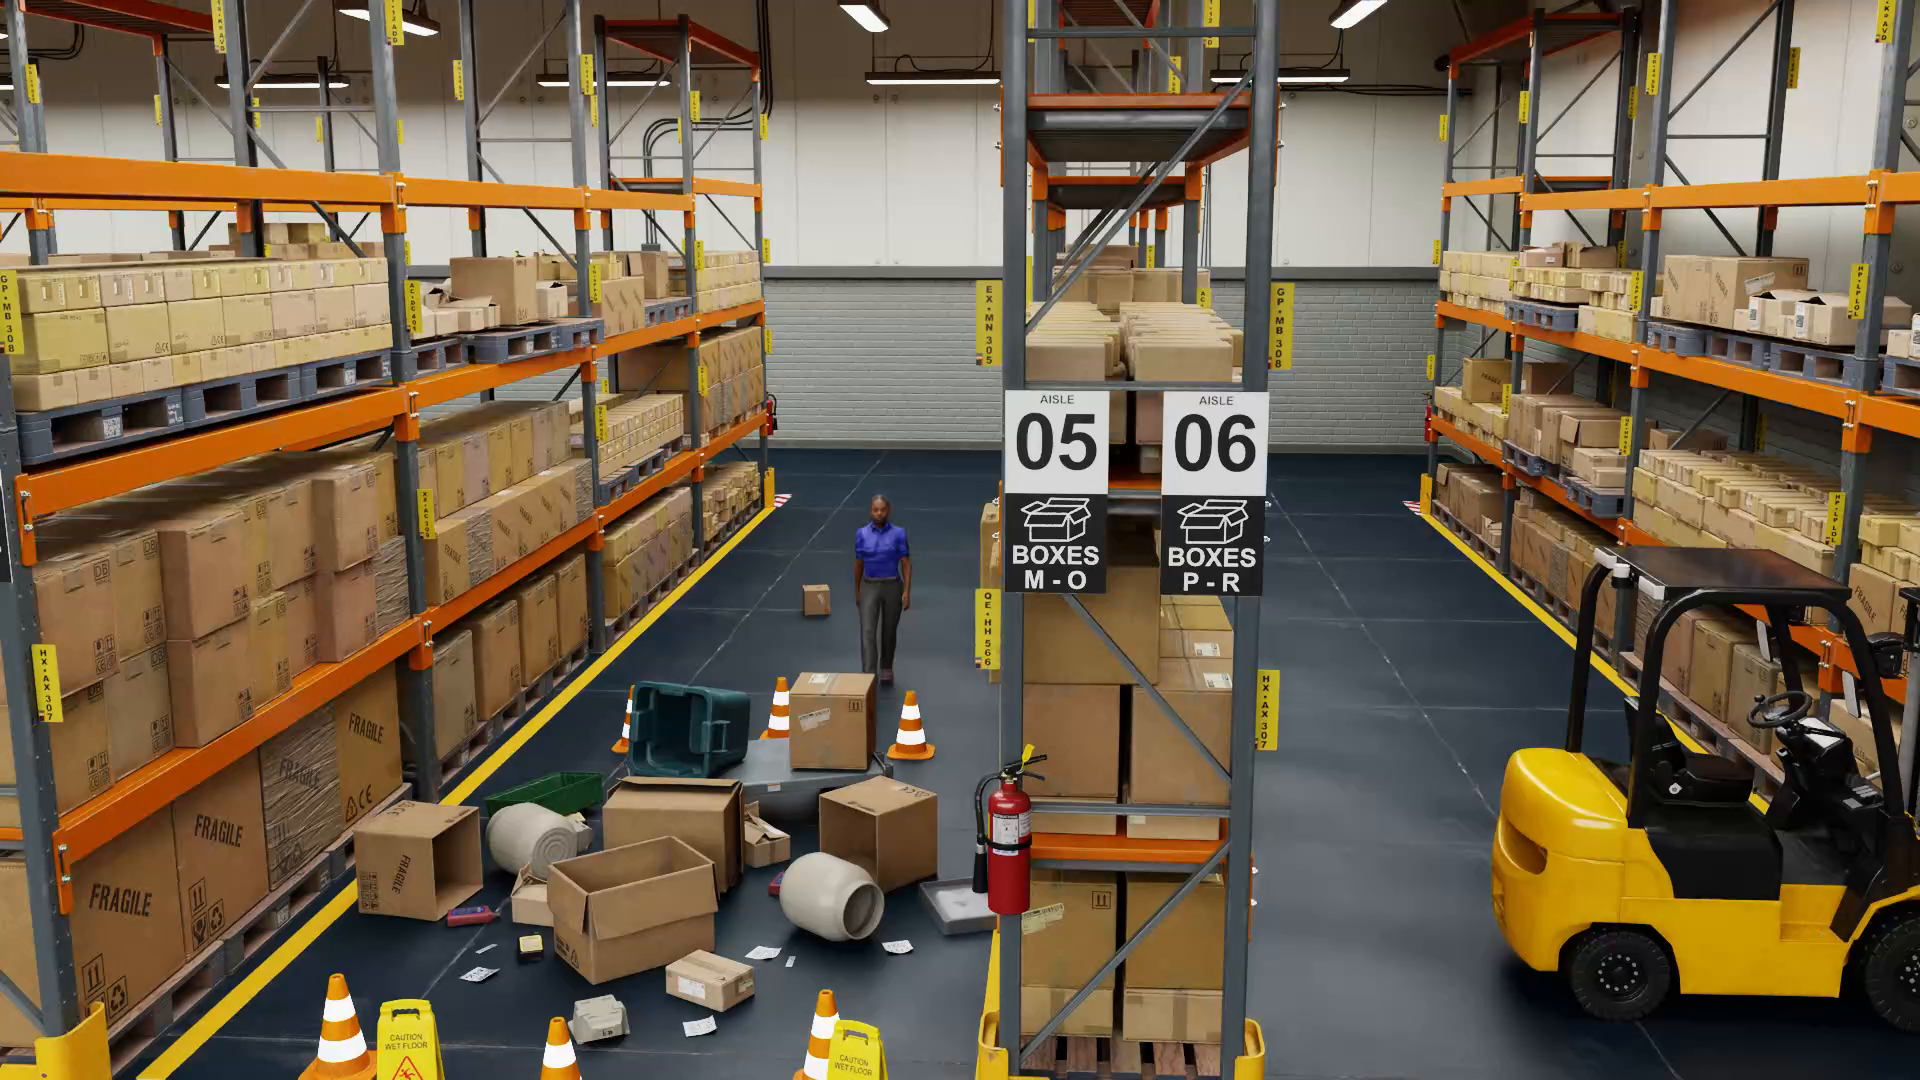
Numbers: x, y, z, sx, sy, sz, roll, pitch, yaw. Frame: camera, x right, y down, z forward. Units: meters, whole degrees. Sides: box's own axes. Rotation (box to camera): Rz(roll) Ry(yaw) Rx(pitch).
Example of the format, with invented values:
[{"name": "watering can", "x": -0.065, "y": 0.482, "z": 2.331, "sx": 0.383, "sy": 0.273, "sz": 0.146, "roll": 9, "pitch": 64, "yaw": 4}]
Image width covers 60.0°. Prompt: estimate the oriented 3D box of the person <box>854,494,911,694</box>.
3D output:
[{"name": "person", "x": -0.627, "y": 0.440, "z": 13.581, "sx": 0.468, "sy": 1.604, "sz": 0.956, "roll": -1, "pitch": 11, "yaw": -4}]
